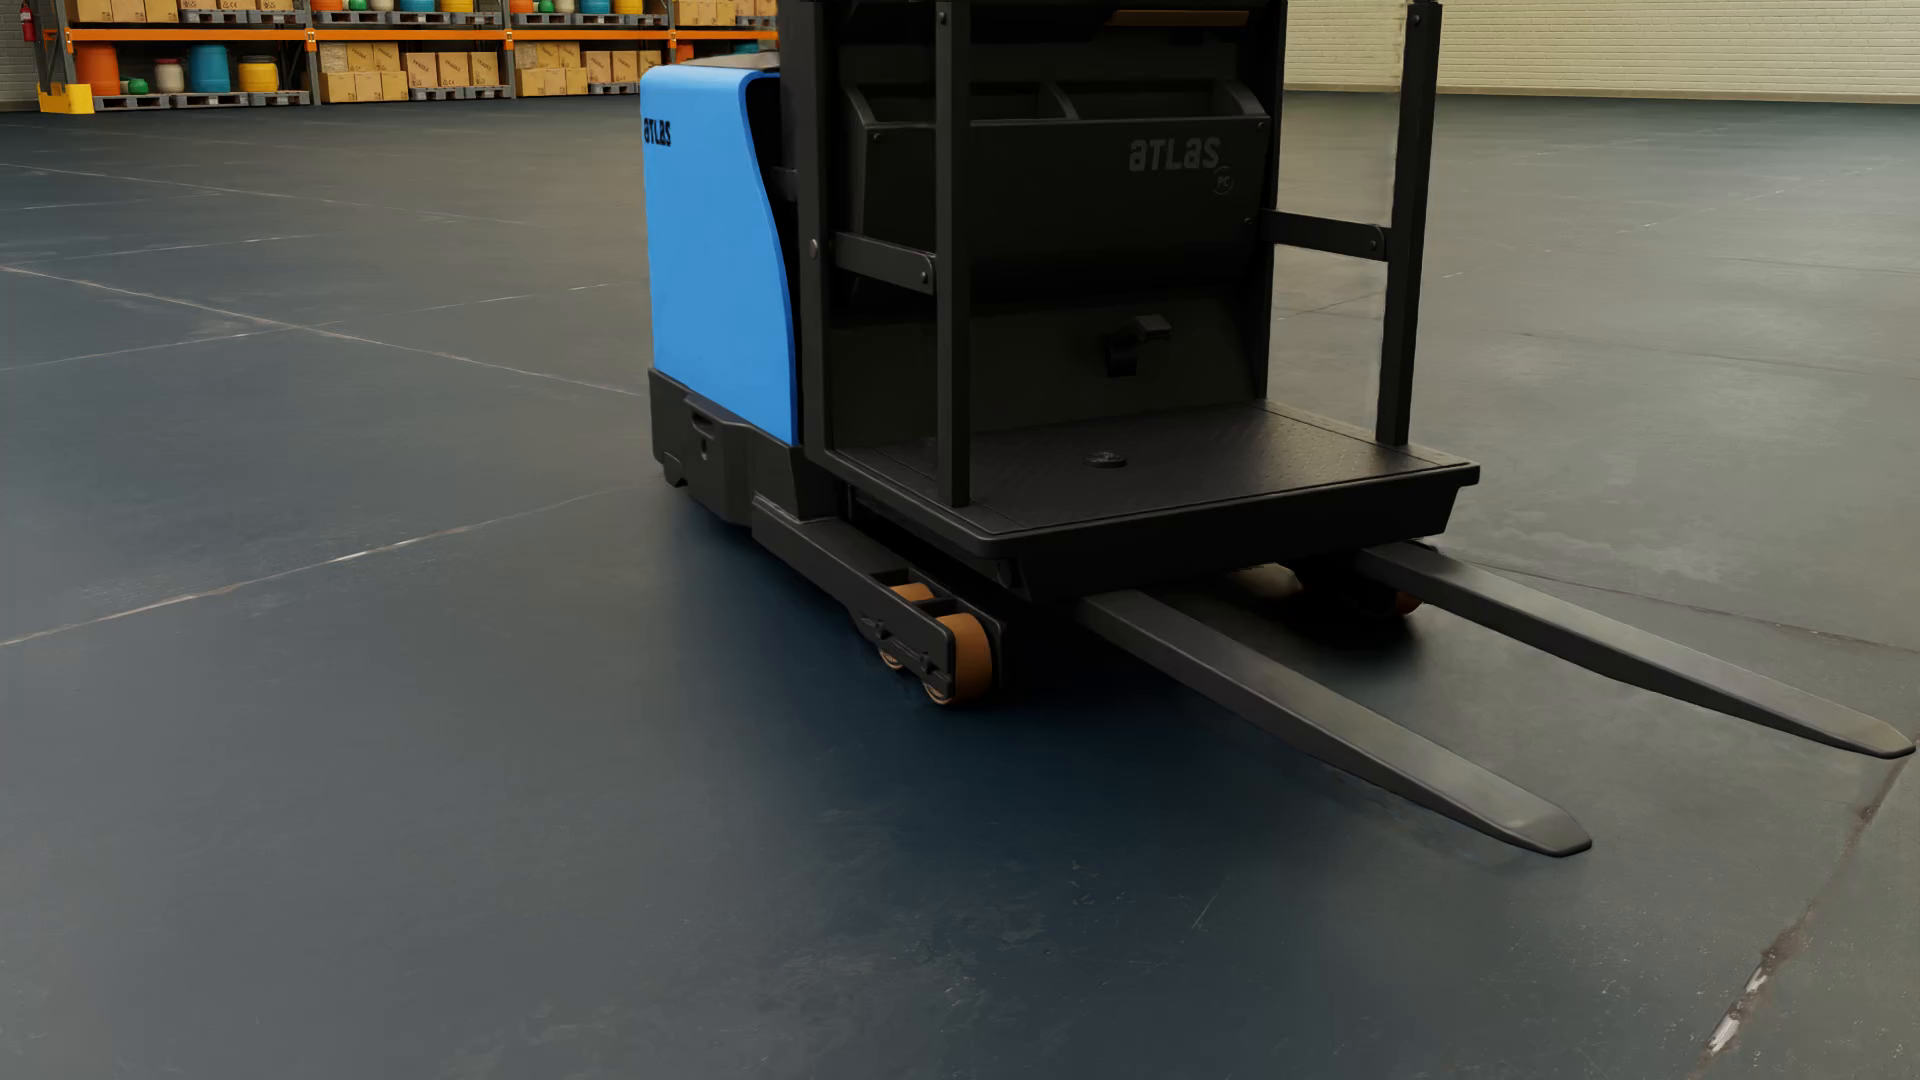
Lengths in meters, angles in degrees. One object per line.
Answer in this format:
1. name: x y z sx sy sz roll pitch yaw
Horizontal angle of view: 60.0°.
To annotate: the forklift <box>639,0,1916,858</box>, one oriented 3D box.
1. forklift: 0.305 -1.254 3.028 1.130 2.935 3.031 -9 19 -26
